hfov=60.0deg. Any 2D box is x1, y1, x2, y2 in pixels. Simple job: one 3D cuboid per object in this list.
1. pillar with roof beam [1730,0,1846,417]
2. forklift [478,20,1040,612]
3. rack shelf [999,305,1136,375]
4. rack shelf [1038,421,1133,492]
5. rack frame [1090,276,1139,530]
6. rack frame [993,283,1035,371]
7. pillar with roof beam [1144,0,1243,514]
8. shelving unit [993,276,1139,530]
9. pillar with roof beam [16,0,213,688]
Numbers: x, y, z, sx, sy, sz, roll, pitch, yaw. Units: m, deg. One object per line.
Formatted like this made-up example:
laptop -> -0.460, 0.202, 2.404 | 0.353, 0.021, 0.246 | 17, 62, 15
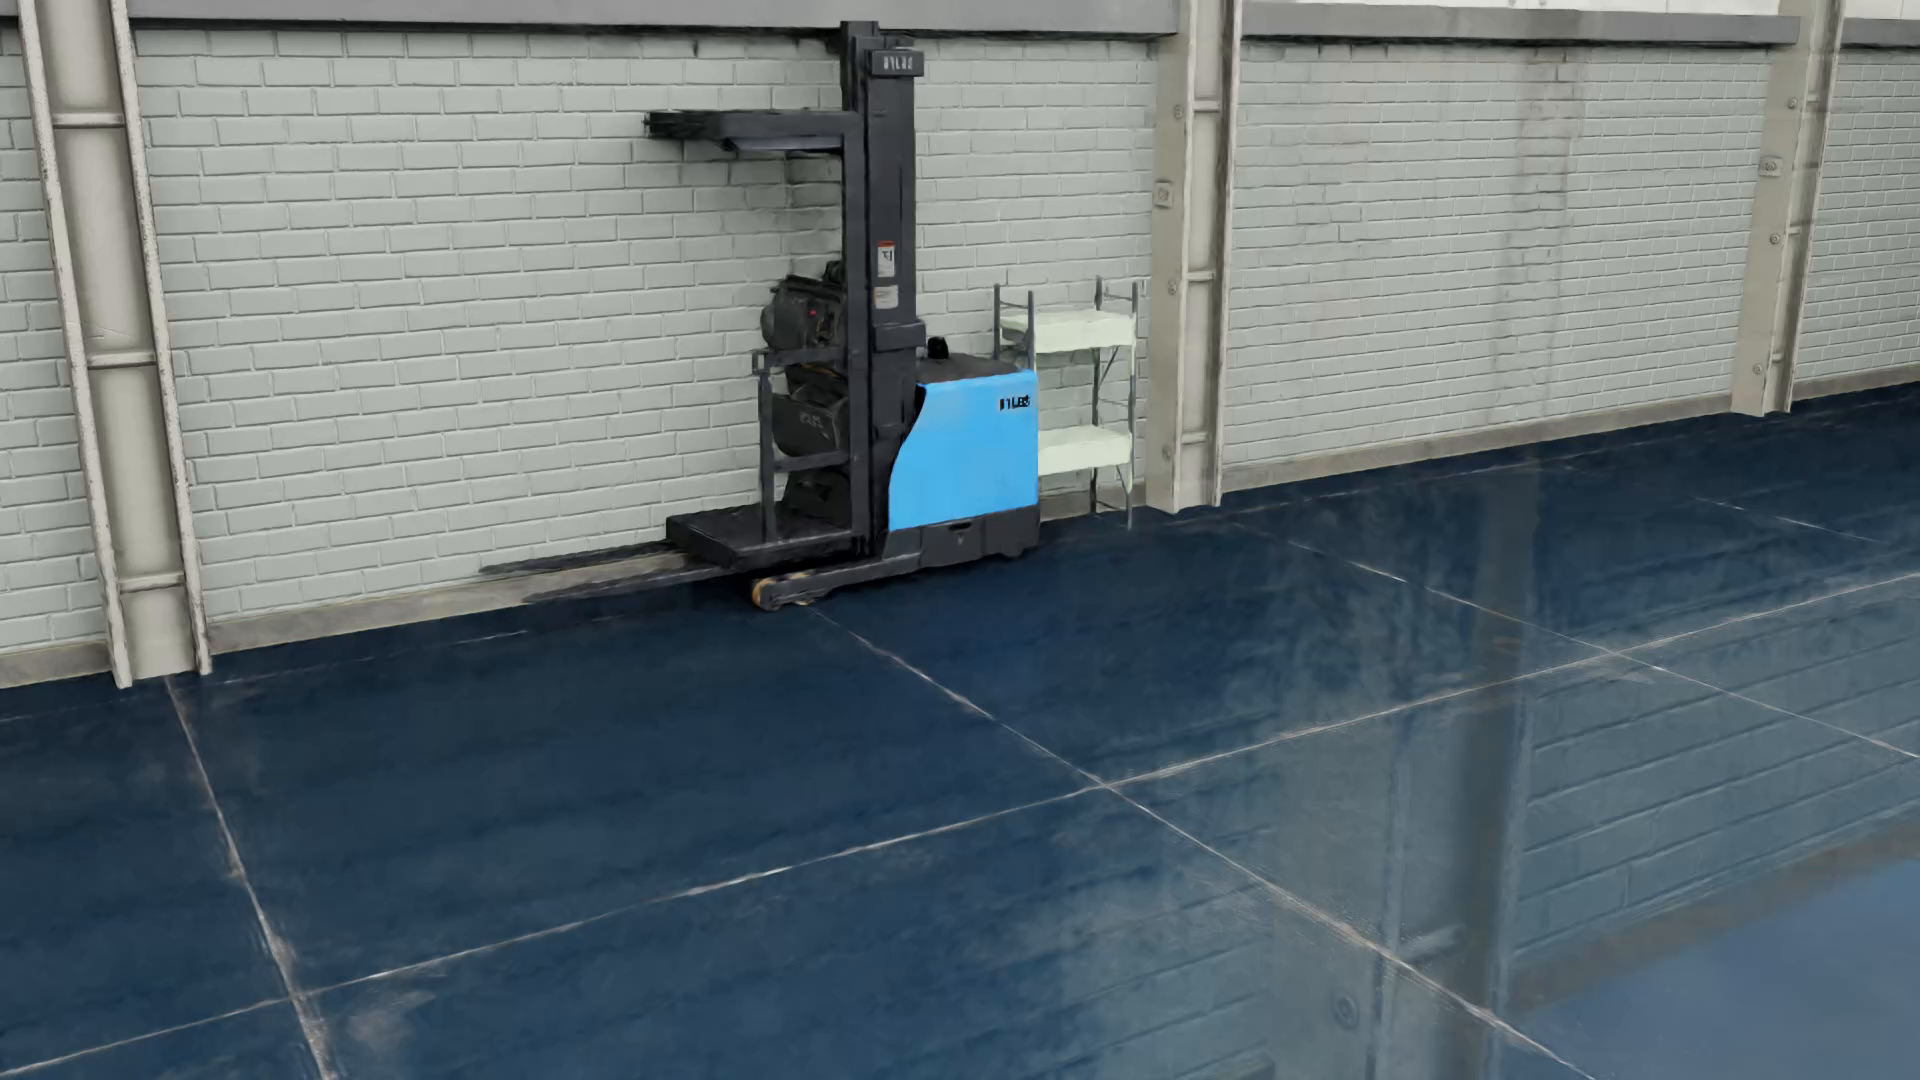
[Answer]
pillar with roof beam -> 8.791, -4.396, 8.921 | 0.400, 9.000, 9.100 | -9, 18, -30
forklift -> -1.043, -1.202, 8.769 | 3.031, 2.935, 1.130 | -11, 19, -33
rack shelf -> 0.620, -1.153, 9.799 | 0.720, 0.370, 0.431 | -9, 18, -30
rack shelf -> 0.620, -0.464, 9.993 | 0.720, 0.370, 0.431 | -9, 18, -30
rack frame -> 0.932, -0.829, 10.089 | 0.023, 1.500, 0.400 | -9, 18, -30
rack frame -> 0.308, -0.726, 9.720 | 0.023, 1.500, 0.400 | -9, 18, -30
pillar with roof beam -> 3.647, -3.562, 5.946 | 0.400, 9.000, 9.100 | -9, 18, -30
shelving unit -> 0.620, -0.778, 9.905 | 0.755, 1.500, 0.431 | -9, 18, -30
pillar with roof beam -> -1.496, -2.728, 2.970 | 0.400, 9.000, 9.100 | -9, 18, -30
